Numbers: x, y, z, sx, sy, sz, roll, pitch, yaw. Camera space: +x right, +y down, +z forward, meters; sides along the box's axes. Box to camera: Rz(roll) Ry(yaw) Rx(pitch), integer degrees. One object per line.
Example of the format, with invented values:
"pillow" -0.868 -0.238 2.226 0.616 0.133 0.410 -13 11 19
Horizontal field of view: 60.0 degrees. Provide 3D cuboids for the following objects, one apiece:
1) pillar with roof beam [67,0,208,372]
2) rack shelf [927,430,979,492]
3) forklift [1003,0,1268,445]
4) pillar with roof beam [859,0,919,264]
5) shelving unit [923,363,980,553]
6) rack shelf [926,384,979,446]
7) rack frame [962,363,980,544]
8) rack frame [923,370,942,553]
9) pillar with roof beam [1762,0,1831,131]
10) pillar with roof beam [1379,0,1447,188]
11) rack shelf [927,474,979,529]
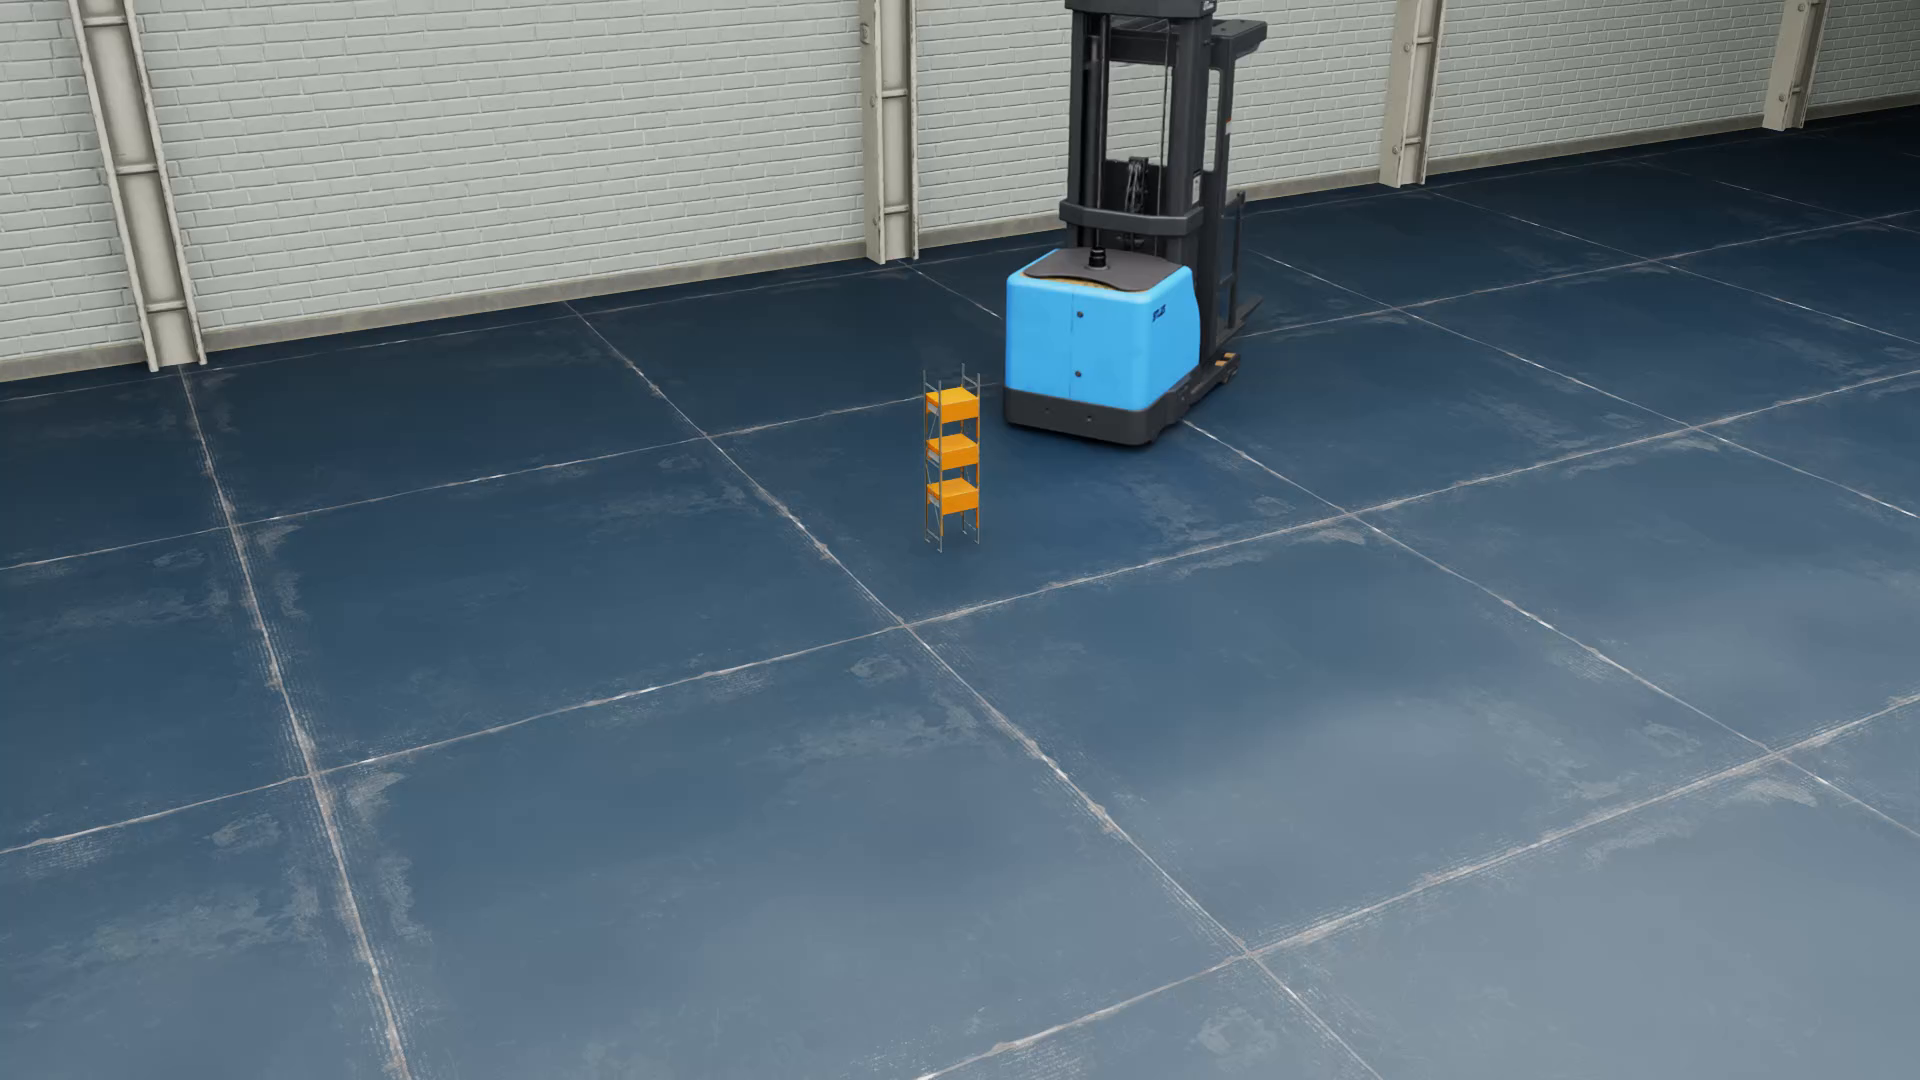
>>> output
"pillar with roof beam" -3.884 -3.760 7.183 0.400 9.000 9.100 -13 29 -25
"rack shelf" -0.047 -0.453 9.505 0.240 0.259 0.215 -13 29 -25
"forklift" 1.421 -2.545 11.664 1.130 2.935 3.031 13 28 25
"pillar with roof beam" 1.410 -4.982 9.729 0.400 9.000 9.100 -13 29 -25
"shelving unit" -0.047 -0.462 9.500 0.252 1.050 0.215 -13 29 -25
"rack shelf" -0.047 -0.709 9.382 0.240 0.259 0.215 -13 29 -25
"rack frame" 0.060 -0.487 9.552 0.008 1.050 0.200 -13 29 -25
"rack frame" -0.155 -0.438 9.448 0.008 1.050 0.200 -13 29 -25
"pillar with roof beam" 11.998 -7.426 14.819 0.400 9.000 9.100 -13 29 -25
"pillar with roof beam" 6.704 -6.204 12.274 0.400 9.000 9.100 -13 29 -25
"rack shelf" -0.047 -0.202 9.625 0.240 0.259 0.215 -13 29 -25
